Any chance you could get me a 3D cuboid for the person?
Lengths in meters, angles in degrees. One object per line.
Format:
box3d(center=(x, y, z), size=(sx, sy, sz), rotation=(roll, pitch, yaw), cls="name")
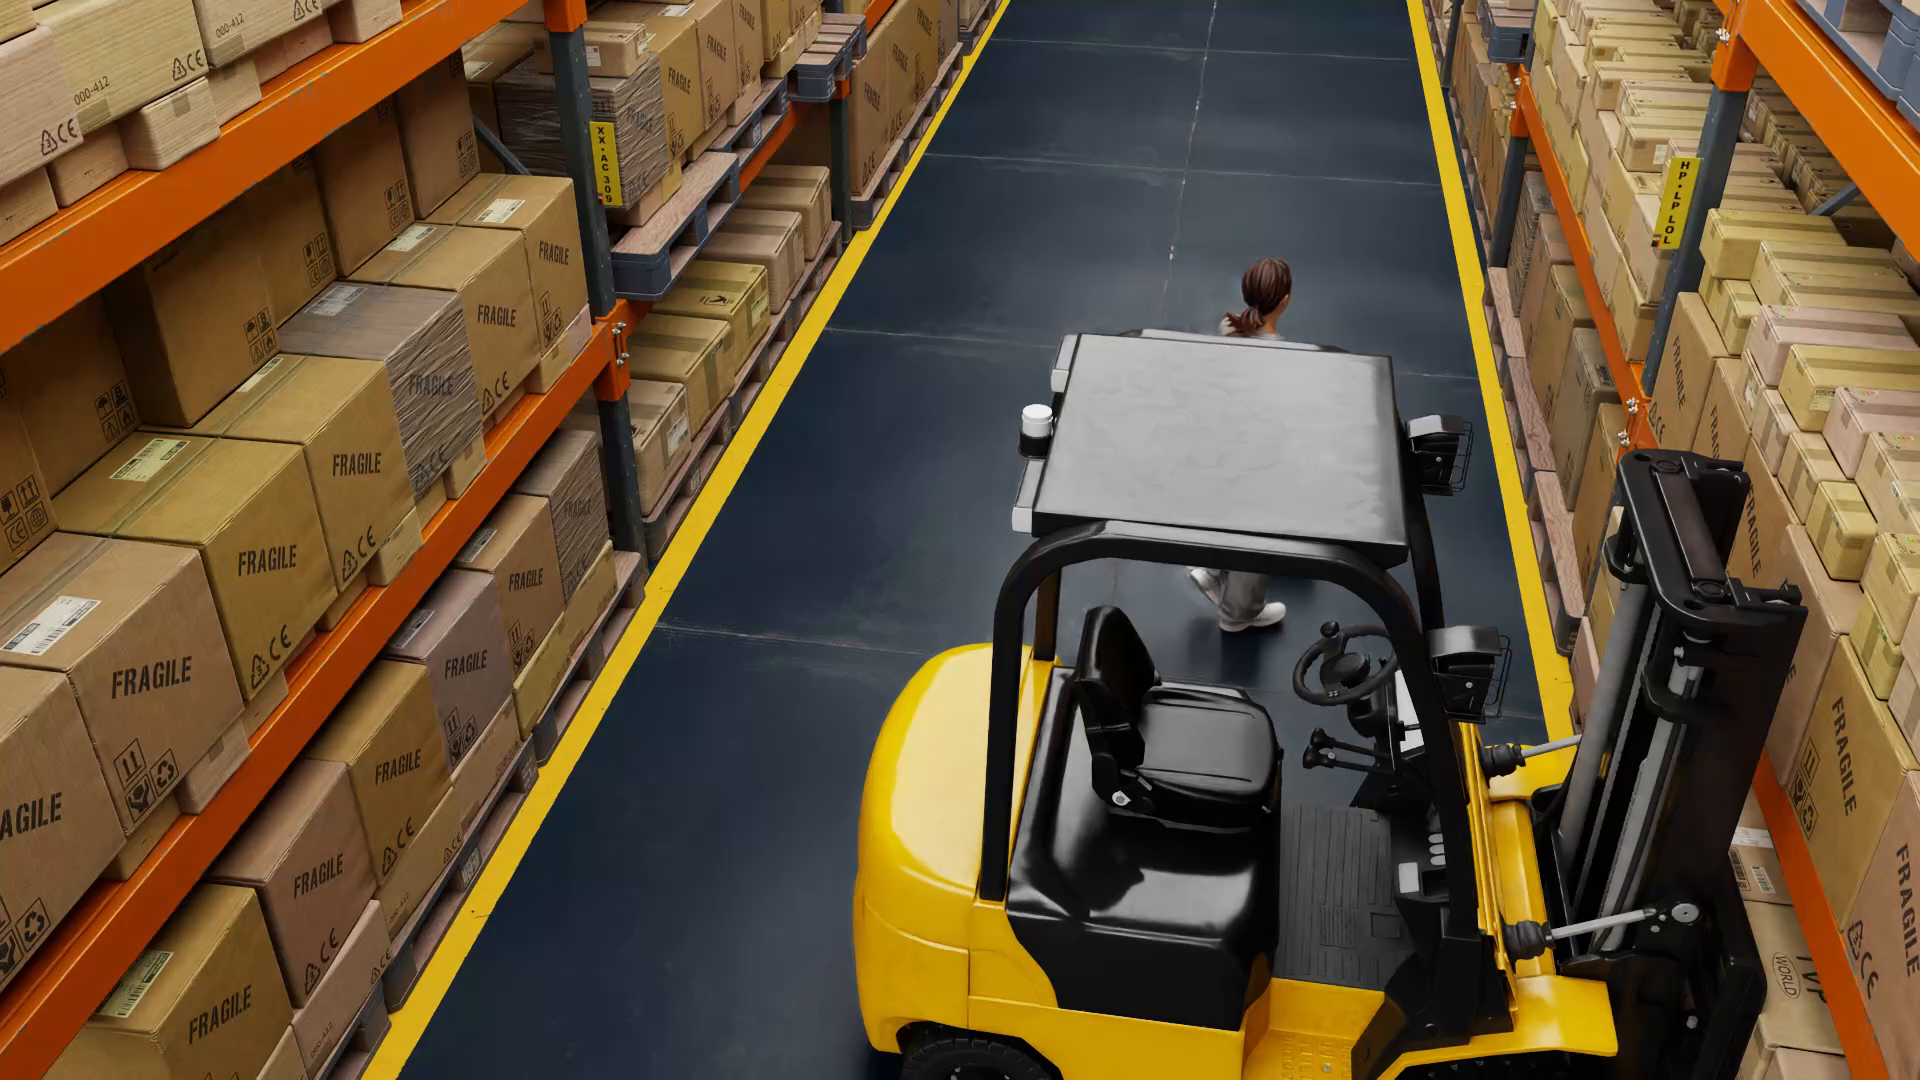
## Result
box3d(center=(1.214, -0.353, 6.686), size=(0.461, 1.633, 0.454), rotation=(-13, 35, -19), cls="person")
